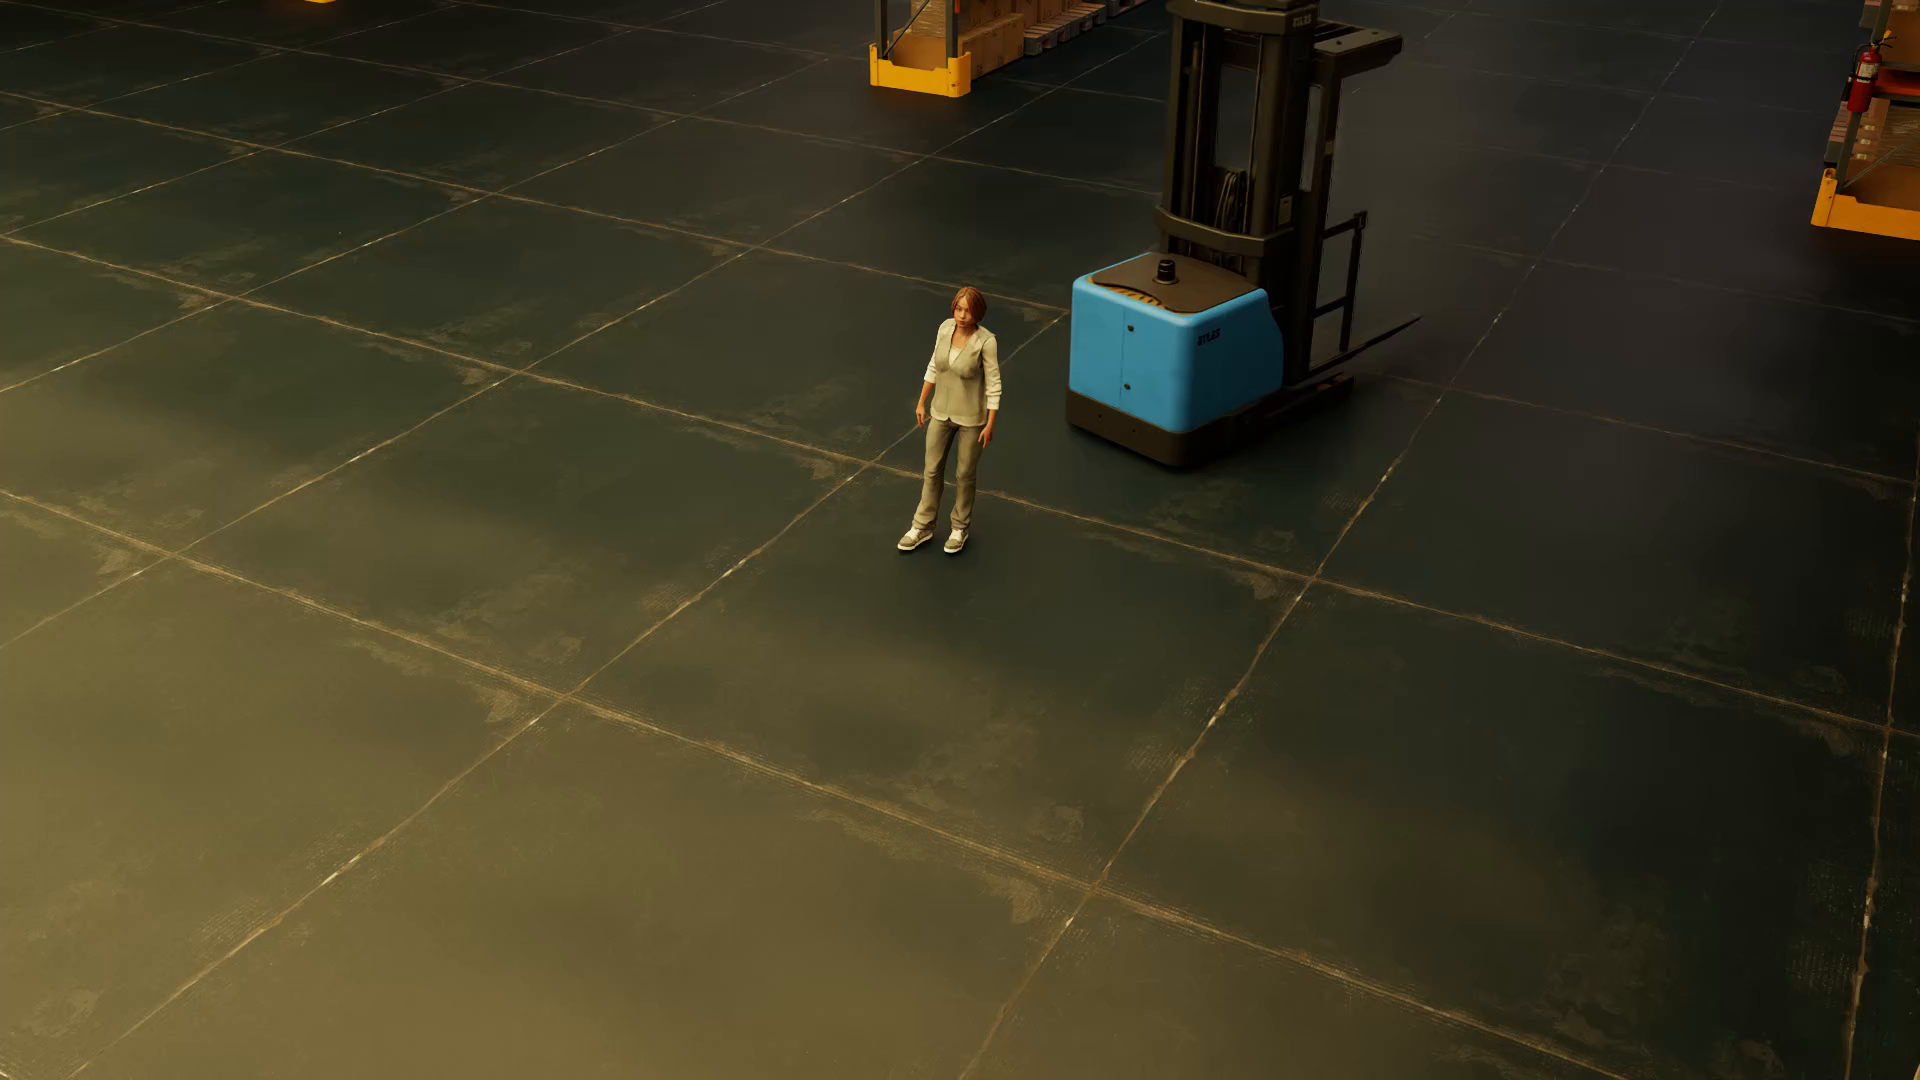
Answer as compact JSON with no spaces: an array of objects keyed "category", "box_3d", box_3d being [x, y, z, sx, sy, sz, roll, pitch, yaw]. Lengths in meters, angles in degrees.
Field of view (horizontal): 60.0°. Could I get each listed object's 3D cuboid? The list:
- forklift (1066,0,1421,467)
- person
[{"category":"forklift","box_3d":[2.134,-2.365,11.168,3.031,2.935,1.130,-25,38,-36]},{"category":"person","box_3d":[-0.048,-0.669,9.550,0.521,1.596,0.475,15,33,25]}]
